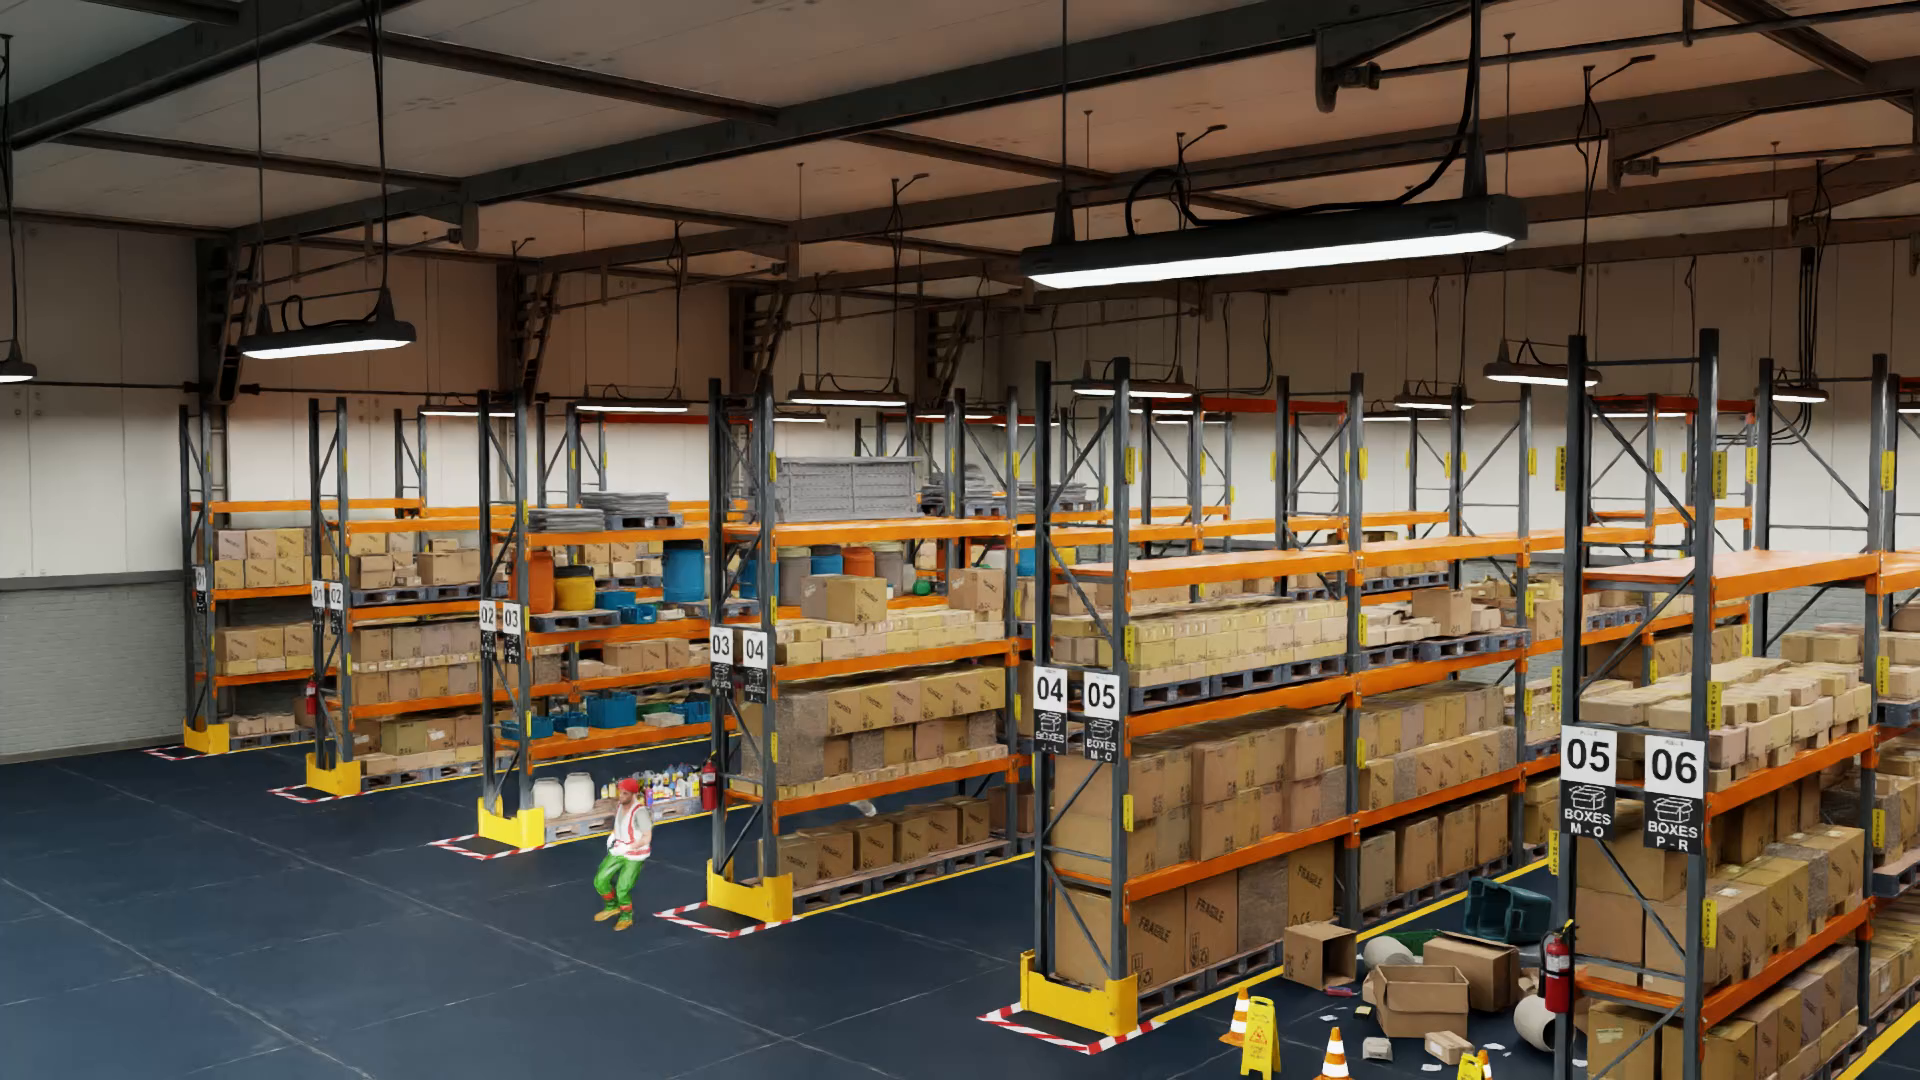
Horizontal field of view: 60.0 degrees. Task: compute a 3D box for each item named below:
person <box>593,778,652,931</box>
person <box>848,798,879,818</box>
[{"bbox_3d":[-3.654,3.396,17.902,0.849,1.710,0.633,2,3,31],"label":"person"},{"bbox_3d":[-1.424,3.194,22.556,1.008,1.529,0.703,-2,4,-33],"label":"person"}]
